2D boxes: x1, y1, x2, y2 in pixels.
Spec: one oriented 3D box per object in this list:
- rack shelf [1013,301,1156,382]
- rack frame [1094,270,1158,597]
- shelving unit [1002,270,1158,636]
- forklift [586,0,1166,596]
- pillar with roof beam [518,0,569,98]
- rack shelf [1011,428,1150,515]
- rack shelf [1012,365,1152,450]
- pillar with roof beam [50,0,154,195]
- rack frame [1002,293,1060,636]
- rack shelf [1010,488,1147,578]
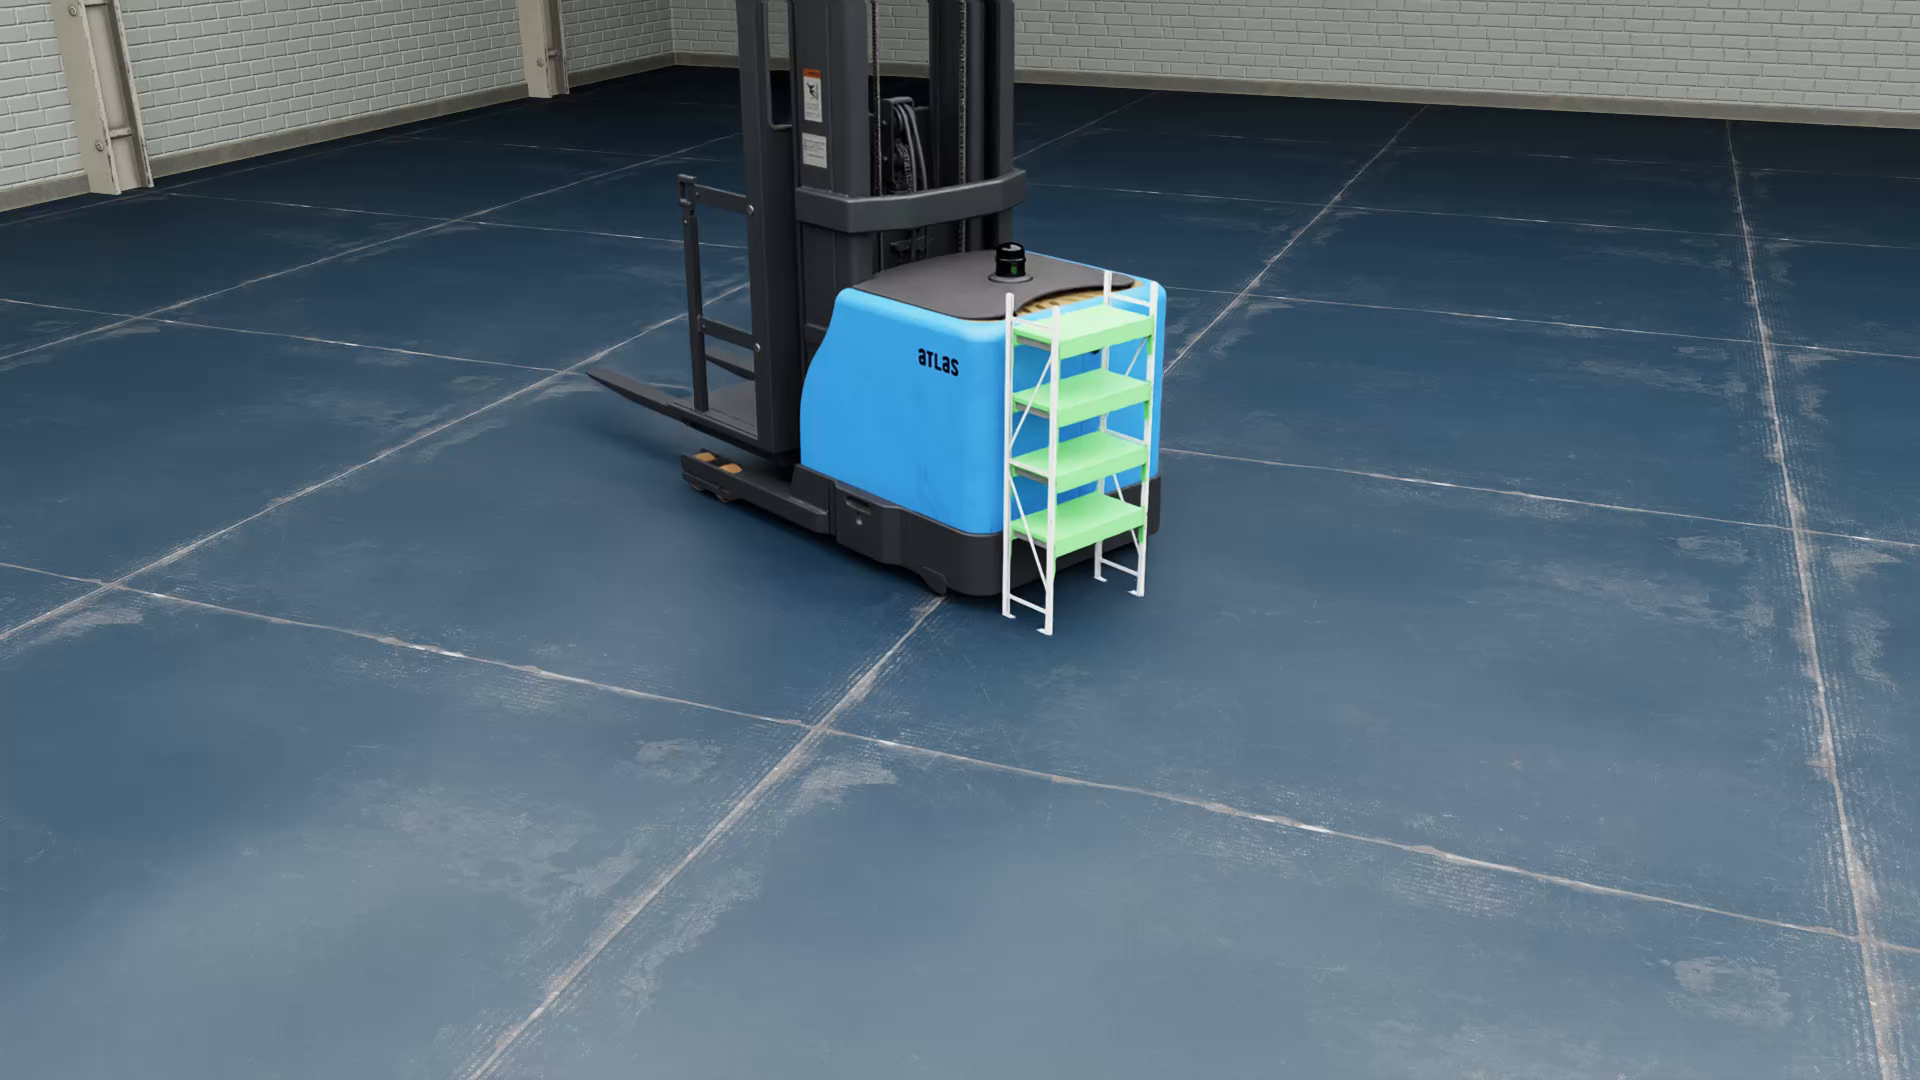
[{"bbox_3d":[0.422,-0.695,5.777,0.480,0.148,0.258,-19,30,-39],"label":"rack shelf"},{"bbox_3d":[0.602,-0.374,6.089,0.015,1.200,0.240,-19,30,-39],"label":"rack frame"},{"bbox_3d":[0.422,-0.311,5.937,0.503,1.200,0.258,-19,30,-39],"label":"shelving unit"},{"bbox_3d":[-0.566,-1.630,6.849,1.130,2.935,3.031,-19,30,-39],"label":"forklift"},{"bbox_3d":[-0.655,-8.563,15.574,9.100,9.000,0.400,9,24,20],"label":"pillar with roof beam"},{"bbox_3d":[0.422,-0.252,5.962,0.480,0.148,0.258,-19,30,-39],"label":"rack shelf"},{"bbox_3d":[0.422,-0.473,5.869,0.480,0.148,0.258,-19,30,-39],"label":"rack shelf"},{"bbox_3d":[-2.883,-6.416,10.434,9.100,9.000,0.400,9,24,20],"label":"pillar with roof beam"},{"bbox_3d":[0.242,-0.247,5.785,0.015,1.200,0.240,-19,30,-39],"label":"rack frame"},{"bbox_3d":[0.422,-0.030,6.055,0.480,0.148,0.258,-19,30,-39],"label":"rack shelf"}]
